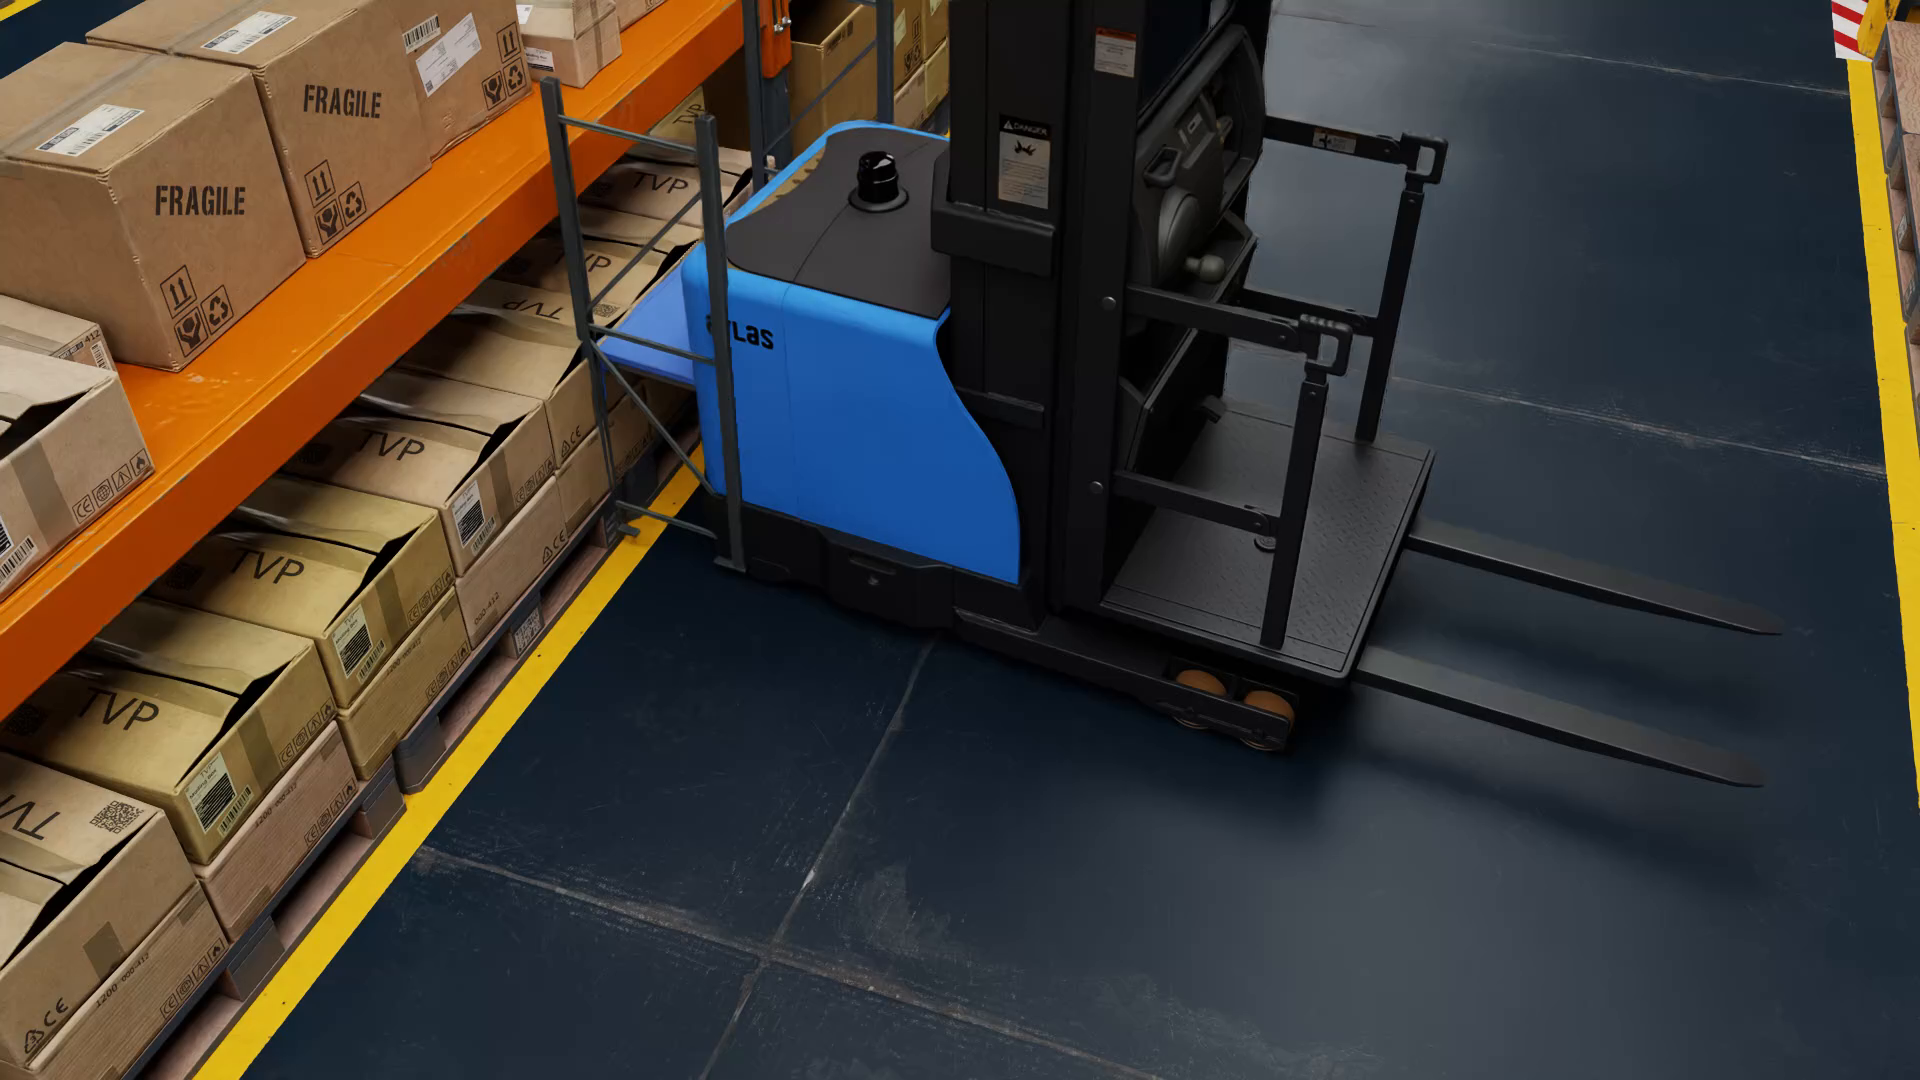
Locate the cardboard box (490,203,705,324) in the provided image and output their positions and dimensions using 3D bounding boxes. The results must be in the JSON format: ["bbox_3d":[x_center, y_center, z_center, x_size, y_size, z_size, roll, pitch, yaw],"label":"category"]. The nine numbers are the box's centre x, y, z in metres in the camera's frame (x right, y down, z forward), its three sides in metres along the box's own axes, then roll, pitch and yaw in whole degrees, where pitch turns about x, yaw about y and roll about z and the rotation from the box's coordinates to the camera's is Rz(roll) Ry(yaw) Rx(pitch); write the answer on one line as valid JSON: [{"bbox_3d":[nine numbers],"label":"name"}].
[{"bbox_3d":[-1.125,-0.830,5.275,0.500,0.311,0.500,14,43,16],"label":"cardboard box"}]

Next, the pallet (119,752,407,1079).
[{"bbox_3d":[-2.133,0.875,4.062,1.003,0.211,1.213,13,42,15],"label":"pallet"}]

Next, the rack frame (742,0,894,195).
[{"bbox_3d":[-0.445,-1.146,5.370,0.500,1.500,0.032,17,43,17],"label":"rack frame"}]

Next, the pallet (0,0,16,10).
[{"bbox_3d":[-5.468,-2.574,8.104,1.003,0.211,1.213,13,42,15],"label":"pallet"}]

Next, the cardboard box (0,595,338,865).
[{"bbox_3d":[-1.825,0.404,3.829,0.500,0.311,0.500,12,42,14],"label":"cardboard box"}]

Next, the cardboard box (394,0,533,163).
[{"bbox_3d":[-1.542,-1.384,4.484,0.500,0.500,0.500,16,43,18],"label":"cardboard box"}]

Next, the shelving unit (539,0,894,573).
[{"bbox_3d":[-0.651,-0.844,5.016,0.538,1.500,1.048,17,43,17],"label":"shelving unit"}]

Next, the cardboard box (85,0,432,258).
[{"bbox_3d":[-1.713,-1.079,4.126,0.500,0.500,0.500,13,42,15],"label":"cardboard box"}]

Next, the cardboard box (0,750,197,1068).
[{"bbox_3d":[-1.996,0.726,3.451,0.500,0.311,0.500,15,43,17],"label":"cardboard box"}]

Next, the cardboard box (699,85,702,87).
[{"bbox_3d":[-0.950,-1.880,6.938,0.500,0.250,0.500,13,42,15],"label":"cardboard box"}]

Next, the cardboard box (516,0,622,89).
[{"bbox_3d":[-1.212,-1.504,4.805,0.396,0.266,0.258,12,42,14],"label":"cardboard box"}]

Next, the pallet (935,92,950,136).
[{"bbox_3d":[-0.357,-2.294,7.776,1.003,0.211,1.213,13,42,15],"label":"pallet"}]

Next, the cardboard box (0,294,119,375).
[{"bbox_3d":[-2.068,-0.387,3.587,0.380,0.149,0.250,16,43,18],"label":"cardboard box"}]

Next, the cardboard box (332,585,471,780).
[{"bbox_3d":[-1.653,0.314,4.366,0.500,0.250,0.500,12,42,14],"label":"cardboard box"}]

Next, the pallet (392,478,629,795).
[{"bbox_3d":[-1.714,0.133,4.931,1.003,0.211,1.213,13,42,15],"label":"pallet"}]

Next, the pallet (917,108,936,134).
[{"bbox_3d":[-0.772,-1.547,6.901,1.003,0.211,1.213,13,42,15],"label":"pallet"}]

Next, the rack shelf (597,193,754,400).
[{"bbox_3d":[-0.656,-0.709,5.134,0.538,0.185,1.000,17,43,17],"label":"rack shelf"}]

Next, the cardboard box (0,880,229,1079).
[{"bbox_3d":[-1.996,0.939,3.633,0.500,0.250,0.500,13,42,15],"label":"cardboard box"}]

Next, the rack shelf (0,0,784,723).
[{"bbox_3d":[-1.767,-0.639,4.242,1.077,0.370,4.000,13,42,15],"label":"rack shelf"}]

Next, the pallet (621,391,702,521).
[{"bbox_3d":[-1.299,-0.613,5.806,1.003,0.211,1.213,13,42,15],"label":"pallet"}]

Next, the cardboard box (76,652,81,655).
[{"bbox_3d":[-2.332,0.288,3.965,0.500,0.311,0.500,13,42,14],"label":"cardboard box"}]

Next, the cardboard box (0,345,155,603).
[{"bbox_3d":[-1.964,-0.161,3.197,0.500,0.311,0.500,13,42,15],"label":"cardboard box"}]

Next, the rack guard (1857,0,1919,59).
[{"bbox_3d":[4.915,-2.478,7.769,1.175,0.500,0.348,13,42,15],"label":"rack guard"}]

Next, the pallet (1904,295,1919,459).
[{"bbox_3d":[3.769,-0.392,5.547,1.003,0.211,1.213,13,42,15],"label":"pallet"}]

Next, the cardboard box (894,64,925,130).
[{"bbox_3d":[-0.464,-1.765,6.803,0.500,0.250,0.500,13,42,15],"label":"cardboard box"}]

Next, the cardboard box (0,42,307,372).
[{"bbox_3d":[-1.893,-0.758,3.750,0.500,0.500,0.500,11,42,13],"label":"cardboard box"}]

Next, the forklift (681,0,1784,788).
[{"bbox_3d":[0.785,-0.932,4.084,3.031,2.935,1.130,17,43,18],"label":"forklift"}]

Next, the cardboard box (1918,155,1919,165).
[{"bbox_3d":[4.127,-1.505,6.290,0.700,0.500,0.500,11,42,12],"label":"cardboard box"}]

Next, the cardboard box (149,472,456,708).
[{"bbox_3d":[-1.648,0.093,4.193,0.500,0.311,0.500,12,42,14],"label":"cardboard box"}]

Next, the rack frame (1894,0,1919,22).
[{"bbox_3d":[4.941,-3.475,7.012,1.000,3.000,0.127,13,42,15],"label":"rack frame"}]

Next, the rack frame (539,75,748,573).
[{"bbox_3d":[-0.858,-0.543,4.662,0.500,1.500,0.032,17,43,17],"label":"rack frame"}]

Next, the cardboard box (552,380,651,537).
[{"bbox_3d":[-1.302,-0.309,5.095,0.500,0.250,0.500,14,42,16],"label":"cardboard box"}]

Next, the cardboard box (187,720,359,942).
[{"bbox_3d":[-1.825,0.633,3.992,0.500,0.250,0.500,12,42,14],"label":"cardboard box"}]

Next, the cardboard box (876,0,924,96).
[{"bbox_3d":[-0.467,-2.051,6.561,0.500,0.500,0.500,13,42,15],"label":"cardboard box"}]

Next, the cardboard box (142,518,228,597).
[{"bbox_3d":[-2.157,-0.020,4.325,0.500,0.311,0.500,13,42,15],"label":"cardboard box"}]

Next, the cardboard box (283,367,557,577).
[{"bbox_3d":[-1.473,-0.220,4.560,0.500,0.311,0.500,13,42,15],"label":"cardboard box"}]

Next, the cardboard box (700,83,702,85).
[{"bbox_3d":[-0.948,-2.165,6.694,0.500,0.500,0.500,13,42,15],"label":"cardboard box"}]

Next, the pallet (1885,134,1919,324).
[{"bbox_3d":[4.185,-1.138,6.422,1.003,0.211,1.213,13,42,15],"label":"pallet"}]

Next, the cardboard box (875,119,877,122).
[{"bbox_3d":[-0.640,-1.462,6.447,0.500,0.250,0.500,13,42,15],"label":"cardboard box"}]

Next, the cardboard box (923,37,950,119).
[{"bbox_3d":[-0.288,-2.069,7.159,0.500,0.250,0.500,13,42,15],"label":"cardboard box"}]

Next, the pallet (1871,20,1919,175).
[{"bbox_3d":[4.604,-1.880,7.291,1.003,0.211,1.213,13,42,15],"label":"pallet"}]

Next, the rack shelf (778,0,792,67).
[{"bbox_3d":[-0.400,-3.078,7.101,1.077,0.370,4.000,13,42,15],"label":"rack shelf"}]

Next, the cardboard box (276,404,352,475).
[{"bbox_3d":[-1.983,-0.325,4.682,0.500,0.311,0.500,14,43,16],"label":"cardboard box"}]

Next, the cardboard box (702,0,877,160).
[{"bbox_3d":[-0.631,-1.745,6.201,0.500,0.500,0.500,13,42,15],"label":"cardboard box"}]

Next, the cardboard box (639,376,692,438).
[{"bbox_3d":[-1.128,-0.621,5.461,0.500,0.250,0.500,13,42,14],"label":"cardboard box"}]

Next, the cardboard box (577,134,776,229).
[{"bbox_3d":[-0.953,-1.149,5.648,0.500,0.311,0.500,13,42,15],"label":"cardboard box"}]

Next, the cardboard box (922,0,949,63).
[{"bbox_3d":[-0.289,-2.355,6.916,0.500,0.500,0.500,13,42,15],"label":"cardboard box"}]

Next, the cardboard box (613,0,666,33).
[{"bbox_3d":[-1.211,-1.765,5.124,0.500,0.250,0.500,16,43,18],"label":"cardboard box"}]

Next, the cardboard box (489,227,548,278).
[{"bbox_3d":[-1.635,-0.958,5.425,0.500,0.311,0.500,13,42,15],"label":"cardboard box"}]

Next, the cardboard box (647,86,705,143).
[{"bbox_3d":[-1.130,-1.577,6.583,0.500,0.250,0.500,13,42,15],"label":"cardboard box"}]

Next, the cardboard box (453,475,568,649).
[{"bbox_3d":[-1.477,0.002,4.732,0.500,0.250,0.500,14,42,16],"label":"cardboard box"}]

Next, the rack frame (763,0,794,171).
[{"bbox_3d":[-1.084,-2.132,5.438,1.000,3.000,0.127,13,42,15],"label":"rack frame"}]

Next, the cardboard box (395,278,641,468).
[{"bbox_3d":[-1.298,-0.526,4.919,0.500,0.311,0.500,13,42,15],"label":"cardboard box"}]

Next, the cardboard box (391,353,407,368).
[{"bbox_3d":[-1.811,-0.643,5.055,0.500,0.311,0.500,12,42,14],"label":"cardboard box"}]
